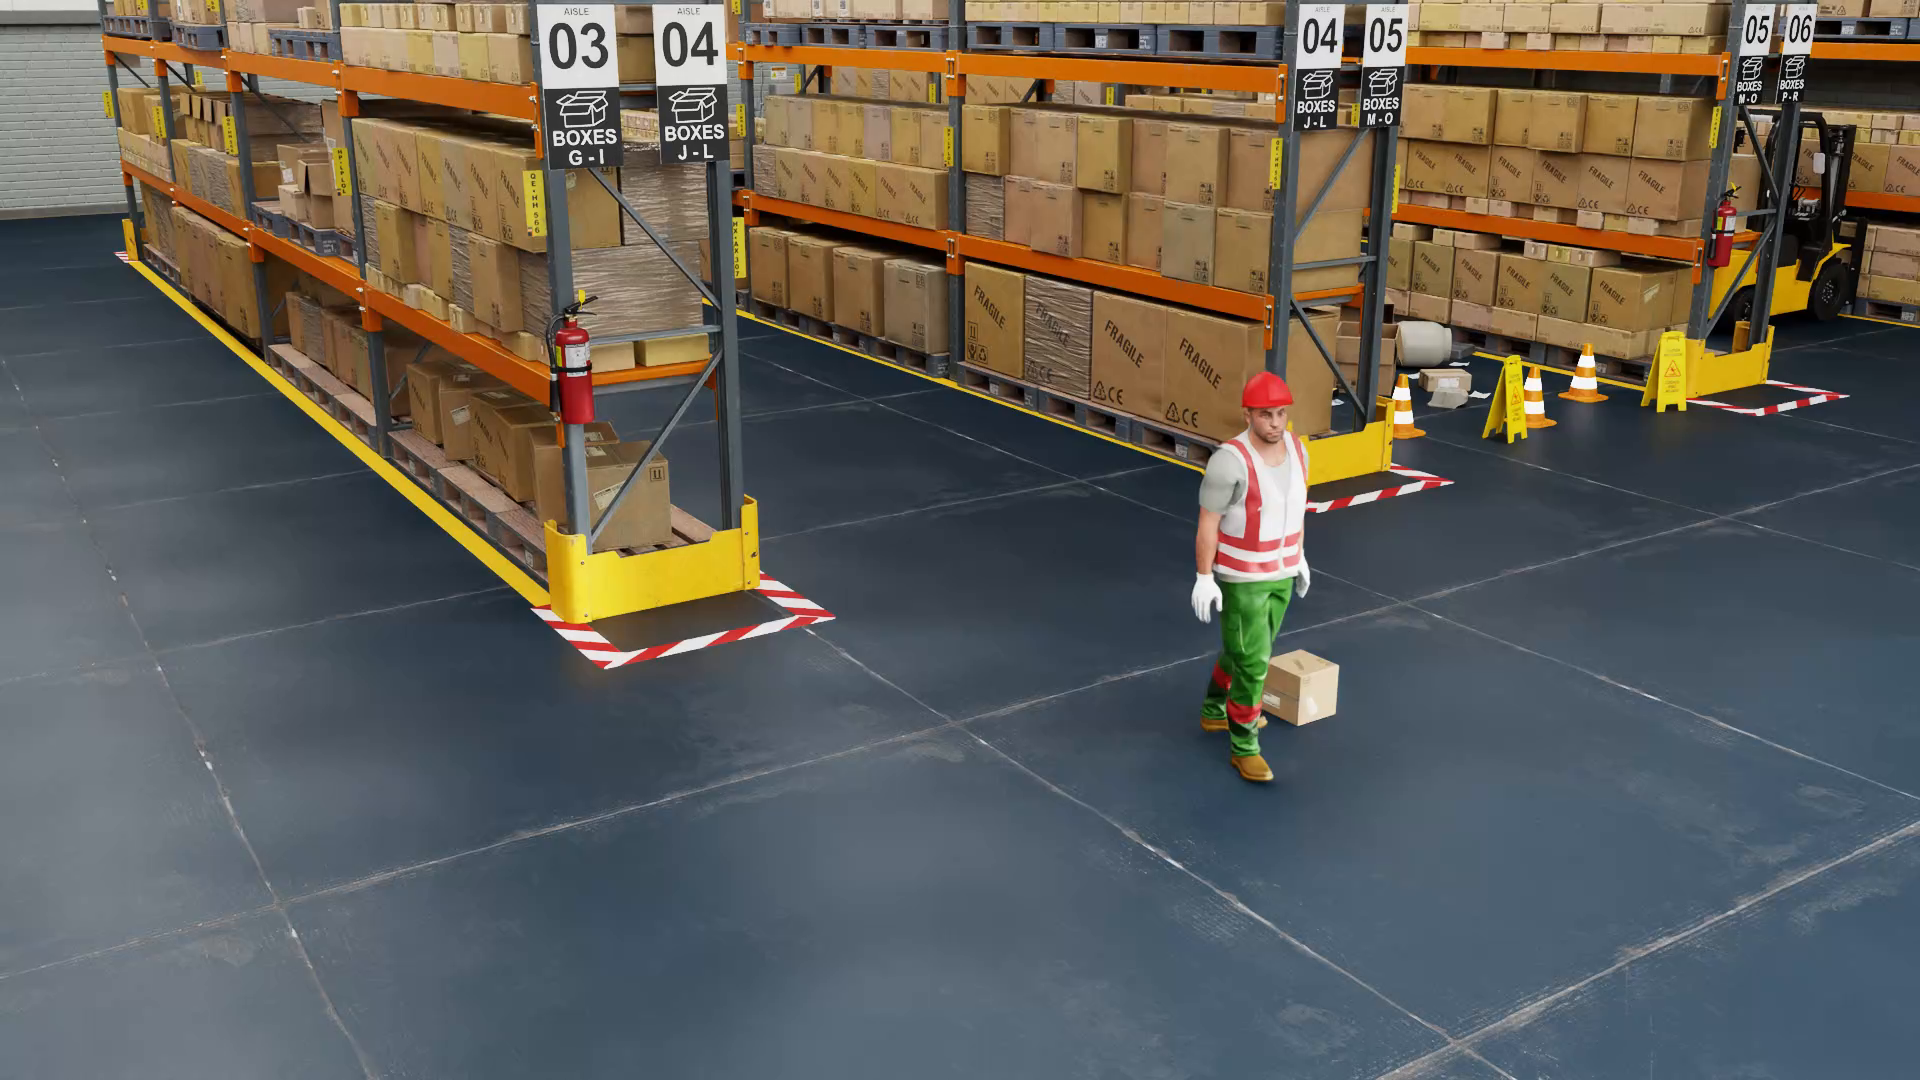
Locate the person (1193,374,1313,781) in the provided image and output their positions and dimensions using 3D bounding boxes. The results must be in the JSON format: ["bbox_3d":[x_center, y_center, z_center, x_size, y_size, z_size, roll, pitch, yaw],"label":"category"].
[{"bbox_3d":[1.232,0.131,7.123,0.588,1.778,0.580,-11,21,-30],"label":"person"}]
